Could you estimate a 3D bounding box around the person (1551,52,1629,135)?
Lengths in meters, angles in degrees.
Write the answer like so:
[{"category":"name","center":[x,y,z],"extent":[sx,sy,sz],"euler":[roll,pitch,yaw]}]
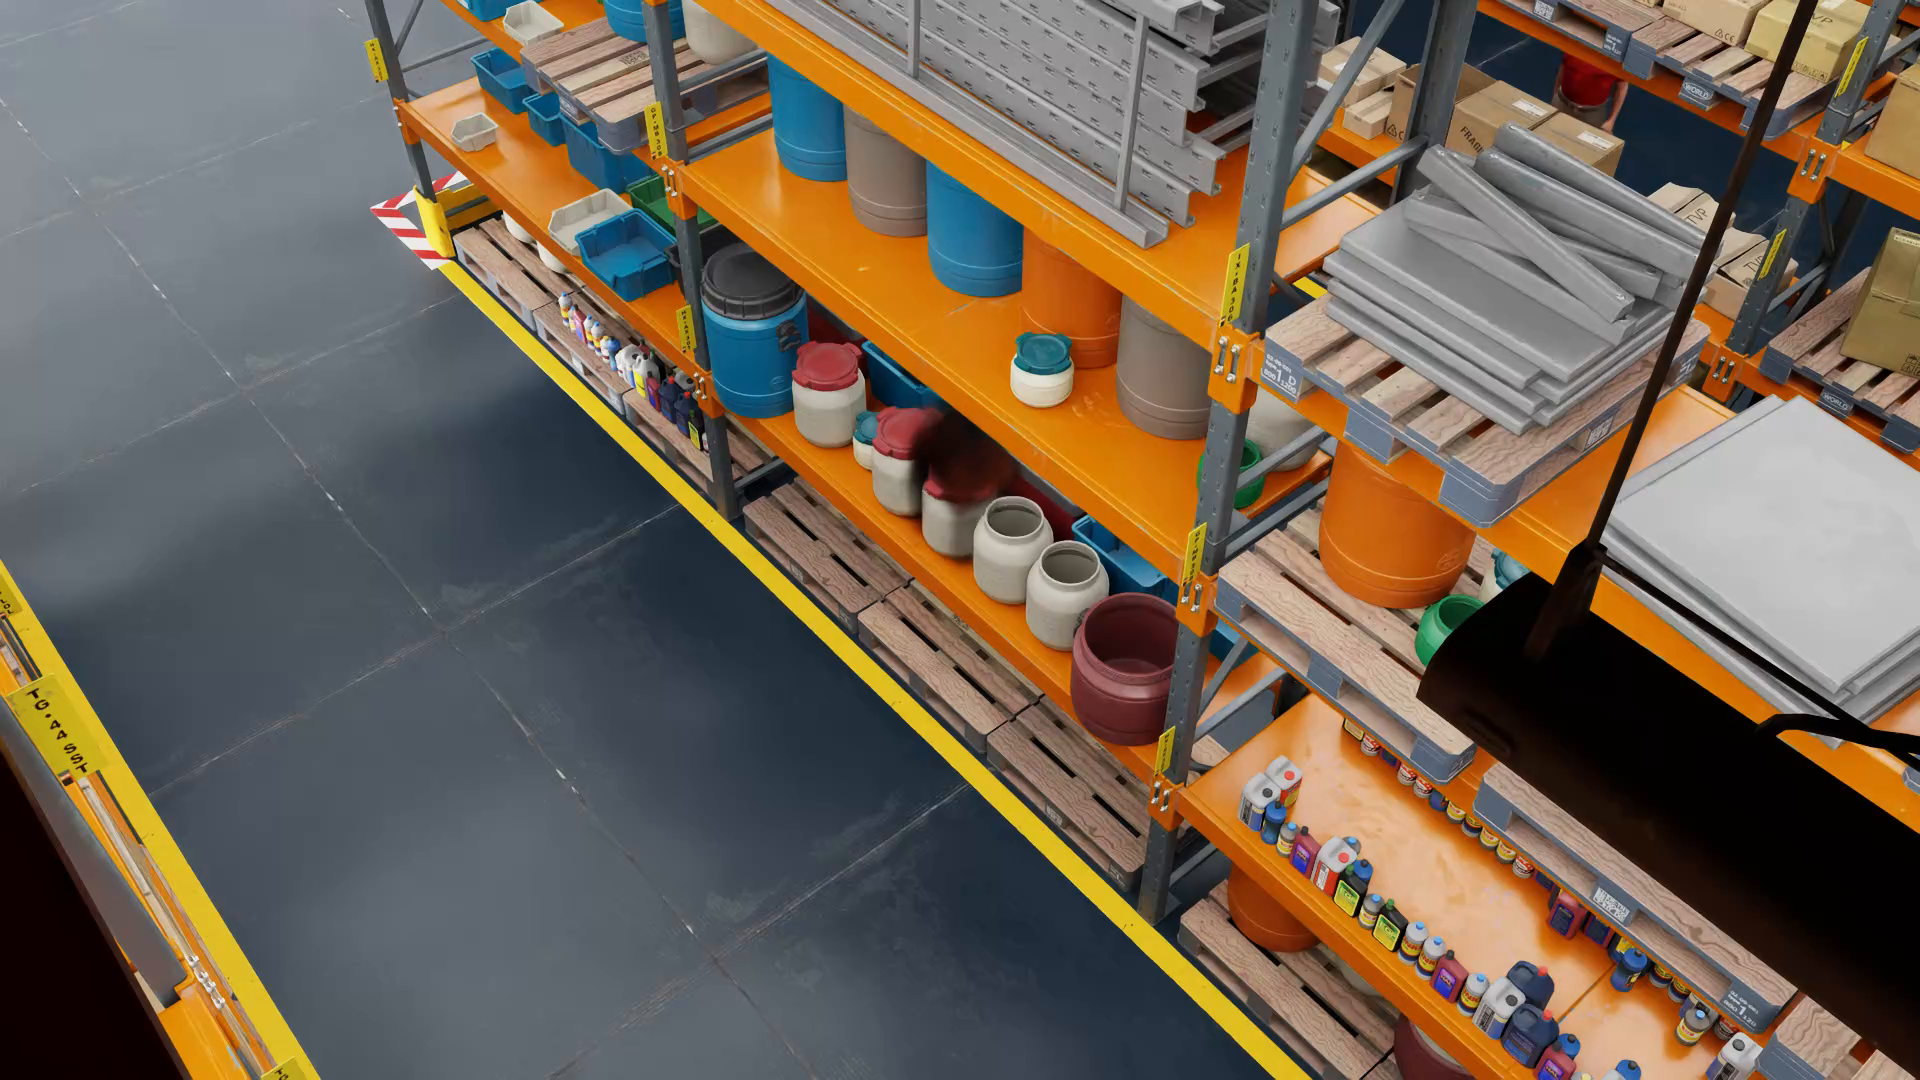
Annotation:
[{"category":"person","center":[4.871,-3.356,12.986],"extent":[0.511,1.723,0.631],"euler":[11,48,11]}]
